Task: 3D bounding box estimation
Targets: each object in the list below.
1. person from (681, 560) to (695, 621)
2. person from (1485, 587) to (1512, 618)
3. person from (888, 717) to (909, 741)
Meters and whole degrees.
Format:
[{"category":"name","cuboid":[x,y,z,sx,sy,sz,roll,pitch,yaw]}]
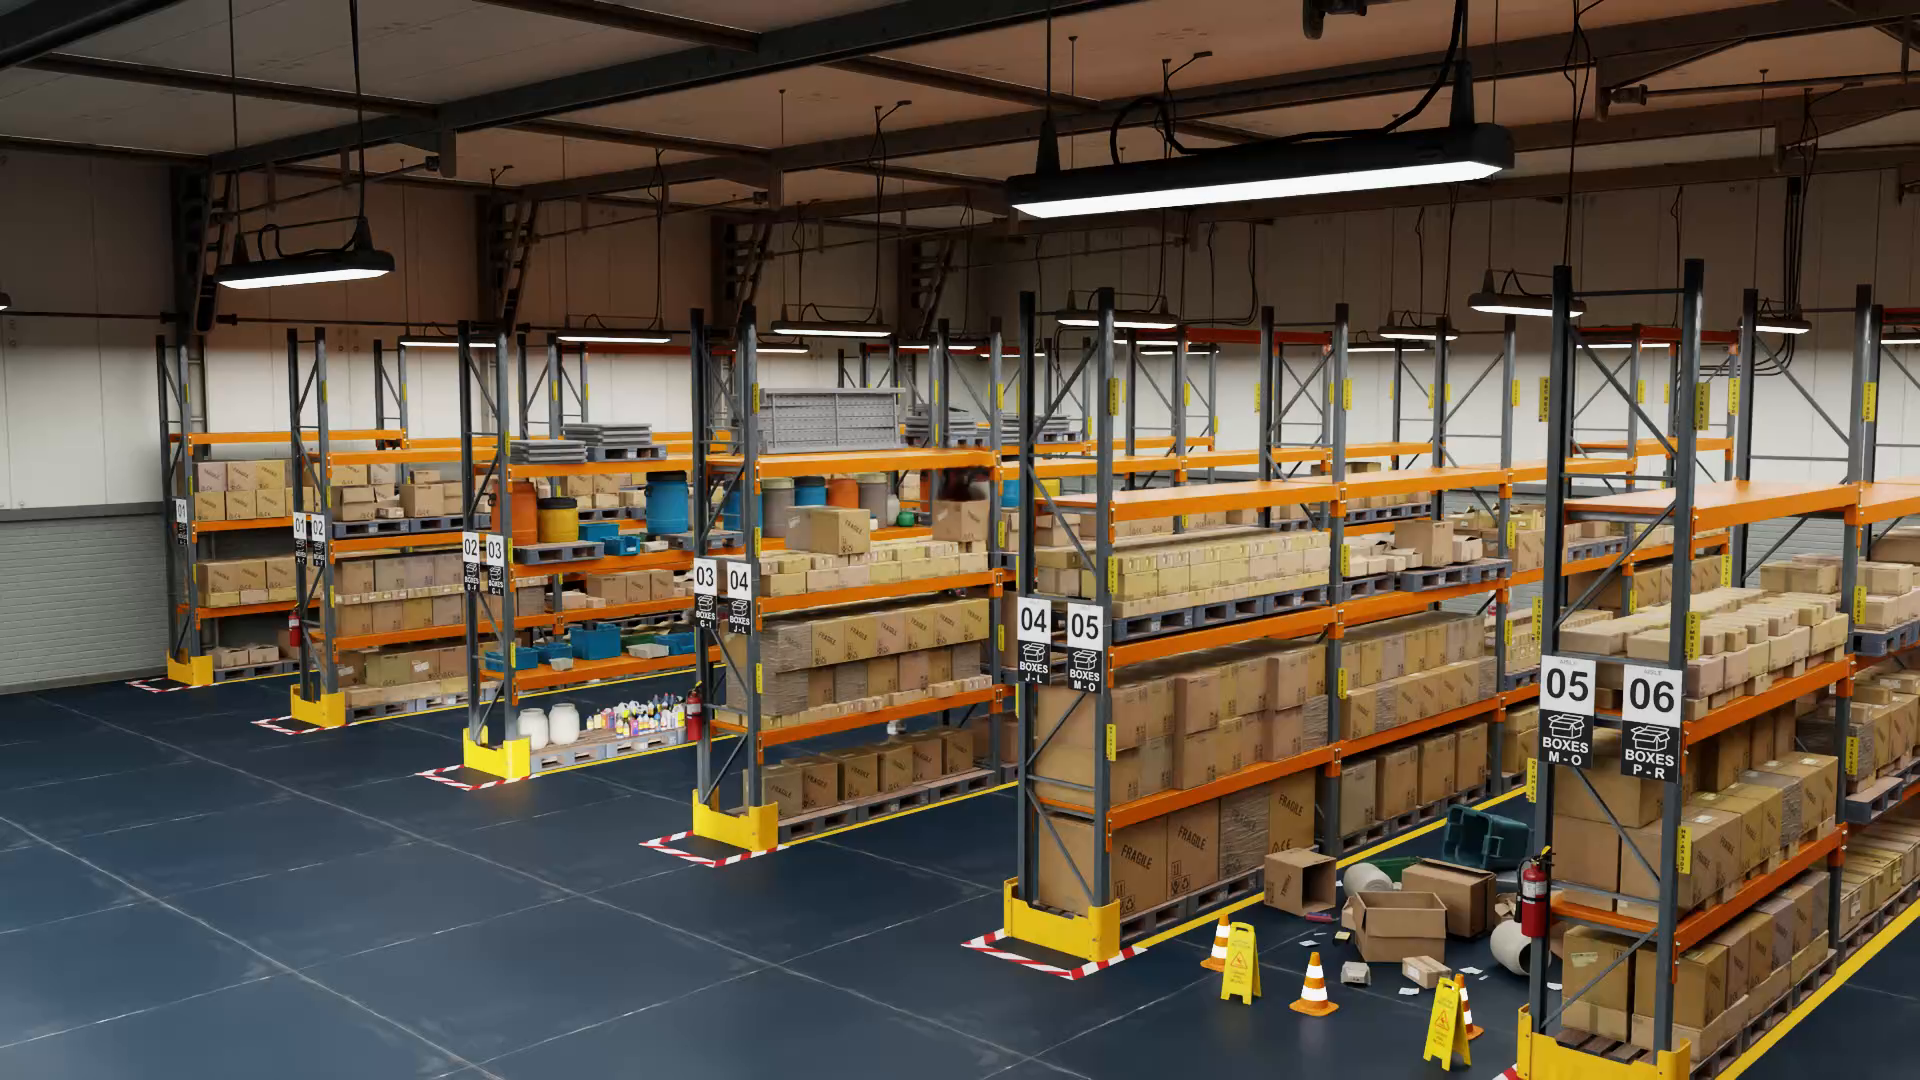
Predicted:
[{"category":"person","cuboid":[-5.252,1.197,32.960,0.695,1.718,1.060,5,7,41]},{"category":"person","cuboid":[9.741,1.412,30.457,0.744,1.780,0.618,-1,5,-9]},{"category":"person","cuboid":[-0.813,2.083,23.413,0.603,1.777,0.501,-5,7,-42]}]
